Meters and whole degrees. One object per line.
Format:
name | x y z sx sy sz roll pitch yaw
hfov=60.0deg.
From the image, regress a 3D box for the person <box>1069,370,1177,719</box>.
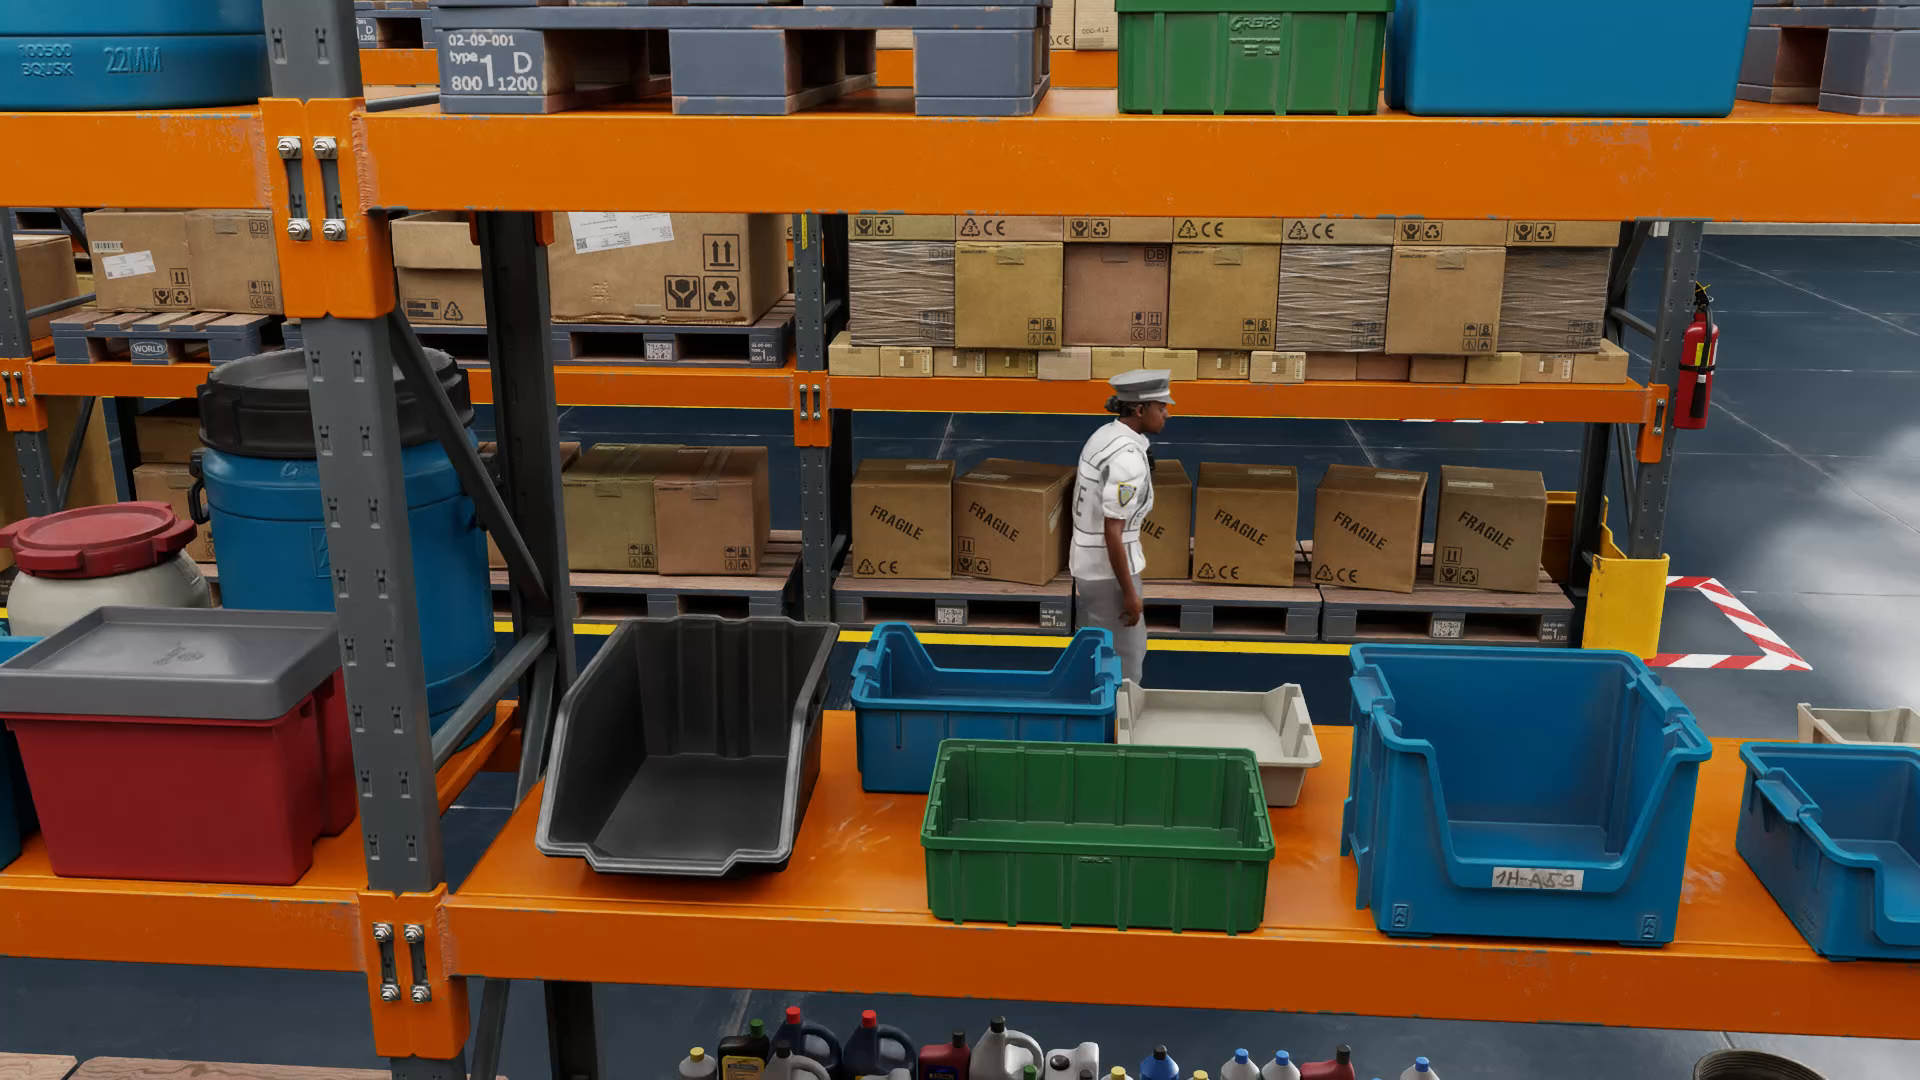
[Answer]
person | 0.642 0.148 6.588 0.417 1.658 0.518 1 18 3
